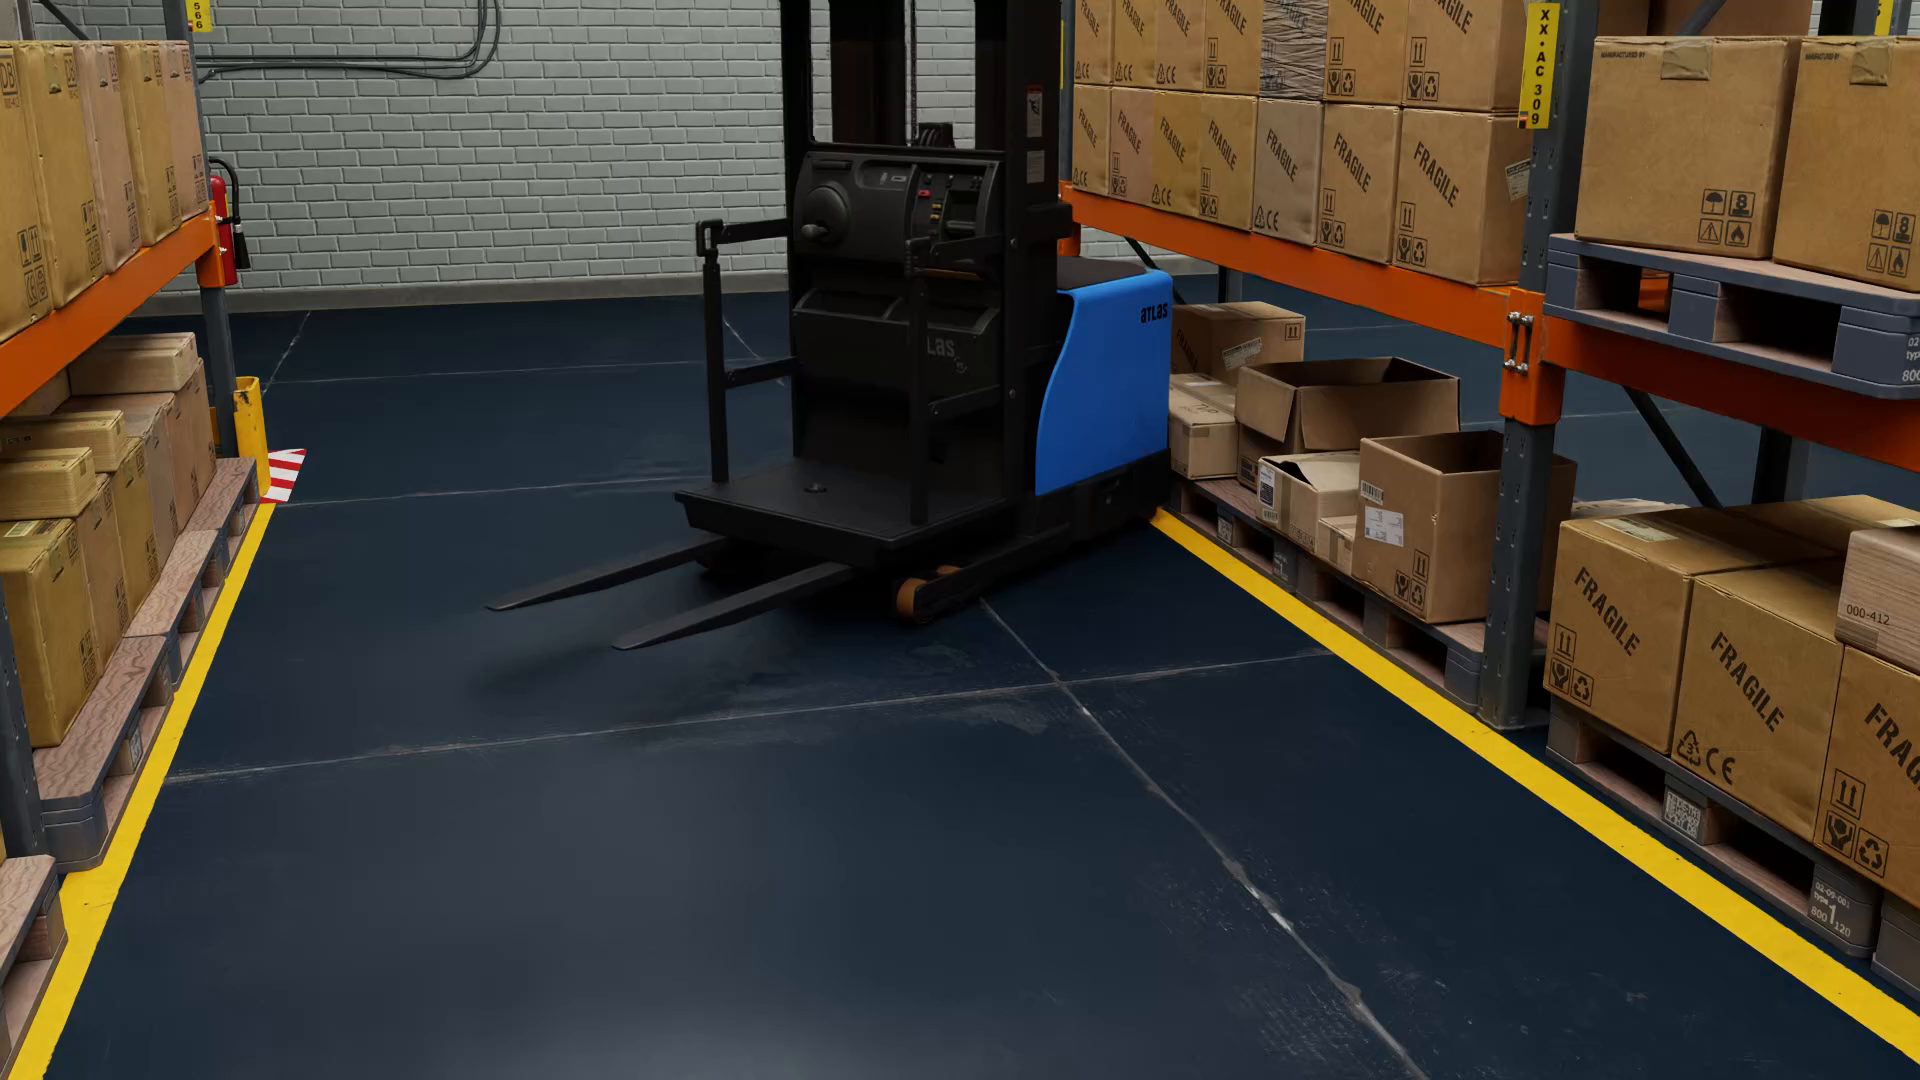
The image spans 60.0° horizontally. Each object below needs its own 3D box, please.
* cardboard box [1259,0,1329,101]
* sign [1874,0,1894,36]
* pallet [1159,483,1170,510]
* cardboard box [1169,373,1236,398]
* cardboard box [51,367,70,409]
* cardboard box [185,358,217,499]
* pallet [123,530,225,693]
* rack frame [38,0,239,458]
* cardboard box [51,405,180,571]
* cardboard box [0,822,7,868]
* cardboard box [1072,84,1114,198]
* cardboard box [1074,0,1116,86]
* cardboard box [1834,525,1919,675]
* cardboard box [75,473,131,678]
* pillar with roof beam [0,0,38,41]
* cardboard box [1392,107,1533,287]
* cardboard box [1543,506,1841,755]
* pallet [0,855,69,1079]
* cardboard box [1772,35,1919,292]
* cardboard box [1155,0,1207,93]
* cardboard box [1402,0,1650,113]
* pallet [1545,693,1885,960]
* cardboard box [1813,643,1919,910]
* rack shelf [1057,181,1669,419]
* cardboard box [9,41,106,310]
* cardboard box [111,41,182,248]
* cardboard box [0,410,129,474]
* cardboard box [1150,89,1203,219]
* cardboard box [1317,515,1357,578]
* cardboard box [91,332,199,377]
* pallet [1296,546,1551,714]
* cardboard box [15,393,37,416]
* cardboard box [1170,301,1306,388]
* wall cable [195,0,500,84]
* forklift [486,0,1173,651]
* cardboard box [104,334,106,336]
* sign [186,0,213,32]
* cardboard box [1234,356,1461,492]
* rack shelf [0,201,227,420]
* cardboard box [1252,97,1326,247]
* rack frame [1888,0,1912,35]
[{"bbox_3d":[1.415,-1.836,5.938,0.500,0.500,0.500,-5,17,-15],"label":"cardboard box"},{"bbox_3d":[2.618,-1.508,4.746,0.100,0.325,0.005,-5,17,-15],"label":"sign"},{"bbox_3d":[1.227,-0.438,8.044,1.003,0.211,1.213,-5,17,-15],"label":"pallet"},{"bbox_3d":[1.000,-0.598,7.743,0.500,0.250,0.500,-5,17,-15],"label":"cardboard box"},{"bbox_3d":[-3.506,-0.561,6.093,0.380,0.149,0.250,-5,17,-15],"label":"cardboard box"},{"bbox_3d":[-3.488,-0.441,6.820,0.700,0.500,0.500,-5,17,-15],"label":"cardboard box"},{"bbox_3d":[-3.150,0.265,5.704,1.003,0.211,1.213,-5,17,-15],"label":"pallet"},{"bbox_3d":[-3.776,-1.623,7.140,1.000,3.000,0.127,-5,17,-15],"label":"rack frame"},{"bbox_3d":[-3.211,-0.163,5.897,0.700,0.500,0.500,-5,18,-17],"label":"cardboard box"},{"bbox_3d":[-2.373,0.482,3.141,0.750,0.750,0.750,-4,17,-15],"label":"cardboard box"},{"bbox_3d":[0.854,-1.920,7.954,0.500,0.500,0.500,-4,17,-14],"label":"cardboard box"},{"bbox_3d":[0.854,-2.398,7.811,0.500,0.500,0.500,-4,17,-14],"label":"cardboard box"},{"bbox_3d":[2.258,0.148,3.521,0.500,0.250,0.500,-5,17,-15],"label":"cardboard box"},{"bbox_3d":[-2.919,0.126,4.934,0.700,0.500,0.500,-5,17,-16],"label":"cardboard box"},{"bbox_3d":[-1.211,-5.515,9.668,9.100,9.000,0.400,-5,17,-15],"label":"pillar with roof beam"},{"bbox_3d":[1.701,-1.075,5.142,0.500,0.500,0.500,-4,17,-14],"label":"cardboard box"},{"bbox_3d":[1.984,0.231,4.550,0.500,0.500,0.500,-6,18,-18],"label":"cardboard box"},{"bbox_3d":[-2.392,1.027,3.167,1.003,0.211,1.213,-5,17,-15],"label":"pallet"},{"bbox_3d":[2.250,-0.824,3.577,0.700,0.500,0.500,-2,17,-6],"label":"cardboard box"},{"bbox_3d":[1.138,-2.116,6.869,0.500,0.500,0.500,-4,17,-14],"label":"cardboard box"},{"bbox_3d":[1.697,-1.555,5.003,0.500,0.500,0.500,-5,17,-15],"label":"cardboard box"},{"bbox_3d":[2.345,0.649,4.426,1.003,0.211,1.213,-5,17,-15],"label":"pallet"},{"bbox_3d":[2.271,0.516,3.600,0.500,0.500,0.500,-4,17,-15],"label":"cardboard box"},{"bbox_3d":[1.535,-1.117,6.709,1.077,0.370,4.000,-5,17,-15],"label":"rack shelf"},{"bbox_3d":[-3.006,-1.013,4.590,0.980,0.700,0.700,-5,17,-17],"label":"cardboard box"},{"bbox_3d":[-3.416,-1.426,5.962,0.980,0.700,0.700,-5,17,-16],"label":"cardboard box"},{"bbox_3d":[-2.846,-0.299,5.222,0.380,0.149,0.250,-5,17,-17],"label":"cardboard box"},{"bbox_3d":[1.136,-1.638,7.018,0.500,0.500,0.500,-5,17,-15],"label":"cardboard box"},{"bbox_3d":[1.495,0.012,5.890,0.380,0.149,0.250,-5,17,-15],"label":"cardboard box"},{"bbox_3d":[-3.277,-0.730,6.657,0.380,0.149,0.250,-5,17,-16],"label":"cardboard box"},{"bbox_3d":[1.897,0.237,5.797,1.003,0.211,1.213,-5,17,-15],"label":"pallet"},{"bbox_3d":[-3.364,-0.420,5.623,0.380,0.149,0.250,-5,17,-15],"label":"cardboard box"},{"bbox_3d":[1.372,-0.898,8.307,0.500,0.500,0.500,-5,17,-15],"label":"cardboard box"},{"bbox_3d":[-4.987,-4.601,12.026,3.097,2.526,0.112,-5,17,-15],"label":"wall cable"},{"bbox_3d":[-0.377,-1.261,6.056,1.130,2.935,3.031,12,21,35],"label":"forklift"},{"bbox_3d":[-3.714,-0.770,6.790,0.380,0.149,0.250,-5,17,-15],"label":"cardboard box"},{"bbox_3d":[-3.251,-2.330,7.069,0.100,0.325,0.005,-5,17,-15],"label":"sign"},{"bbox_3d":[1.564,-0.443,6.788,0.797,0.503,0.637,-5,17,-15],"label":"cardboard box"},{"bbox_3d":[-3.227,-0.725,5.401,1.077,0.370,4.000,-5,17,-15],"label":"rack shelf"},{"bbox_3d":[1.414,-1.359,6.089,0.500,0.500,0.500,-4,17,-14],"label":"cardboard box"},{"bbox_3d":[5.749,-2.406,9.747,1.000,3.000,0.127,-5,17,-15],"label":"rack frame"}]
